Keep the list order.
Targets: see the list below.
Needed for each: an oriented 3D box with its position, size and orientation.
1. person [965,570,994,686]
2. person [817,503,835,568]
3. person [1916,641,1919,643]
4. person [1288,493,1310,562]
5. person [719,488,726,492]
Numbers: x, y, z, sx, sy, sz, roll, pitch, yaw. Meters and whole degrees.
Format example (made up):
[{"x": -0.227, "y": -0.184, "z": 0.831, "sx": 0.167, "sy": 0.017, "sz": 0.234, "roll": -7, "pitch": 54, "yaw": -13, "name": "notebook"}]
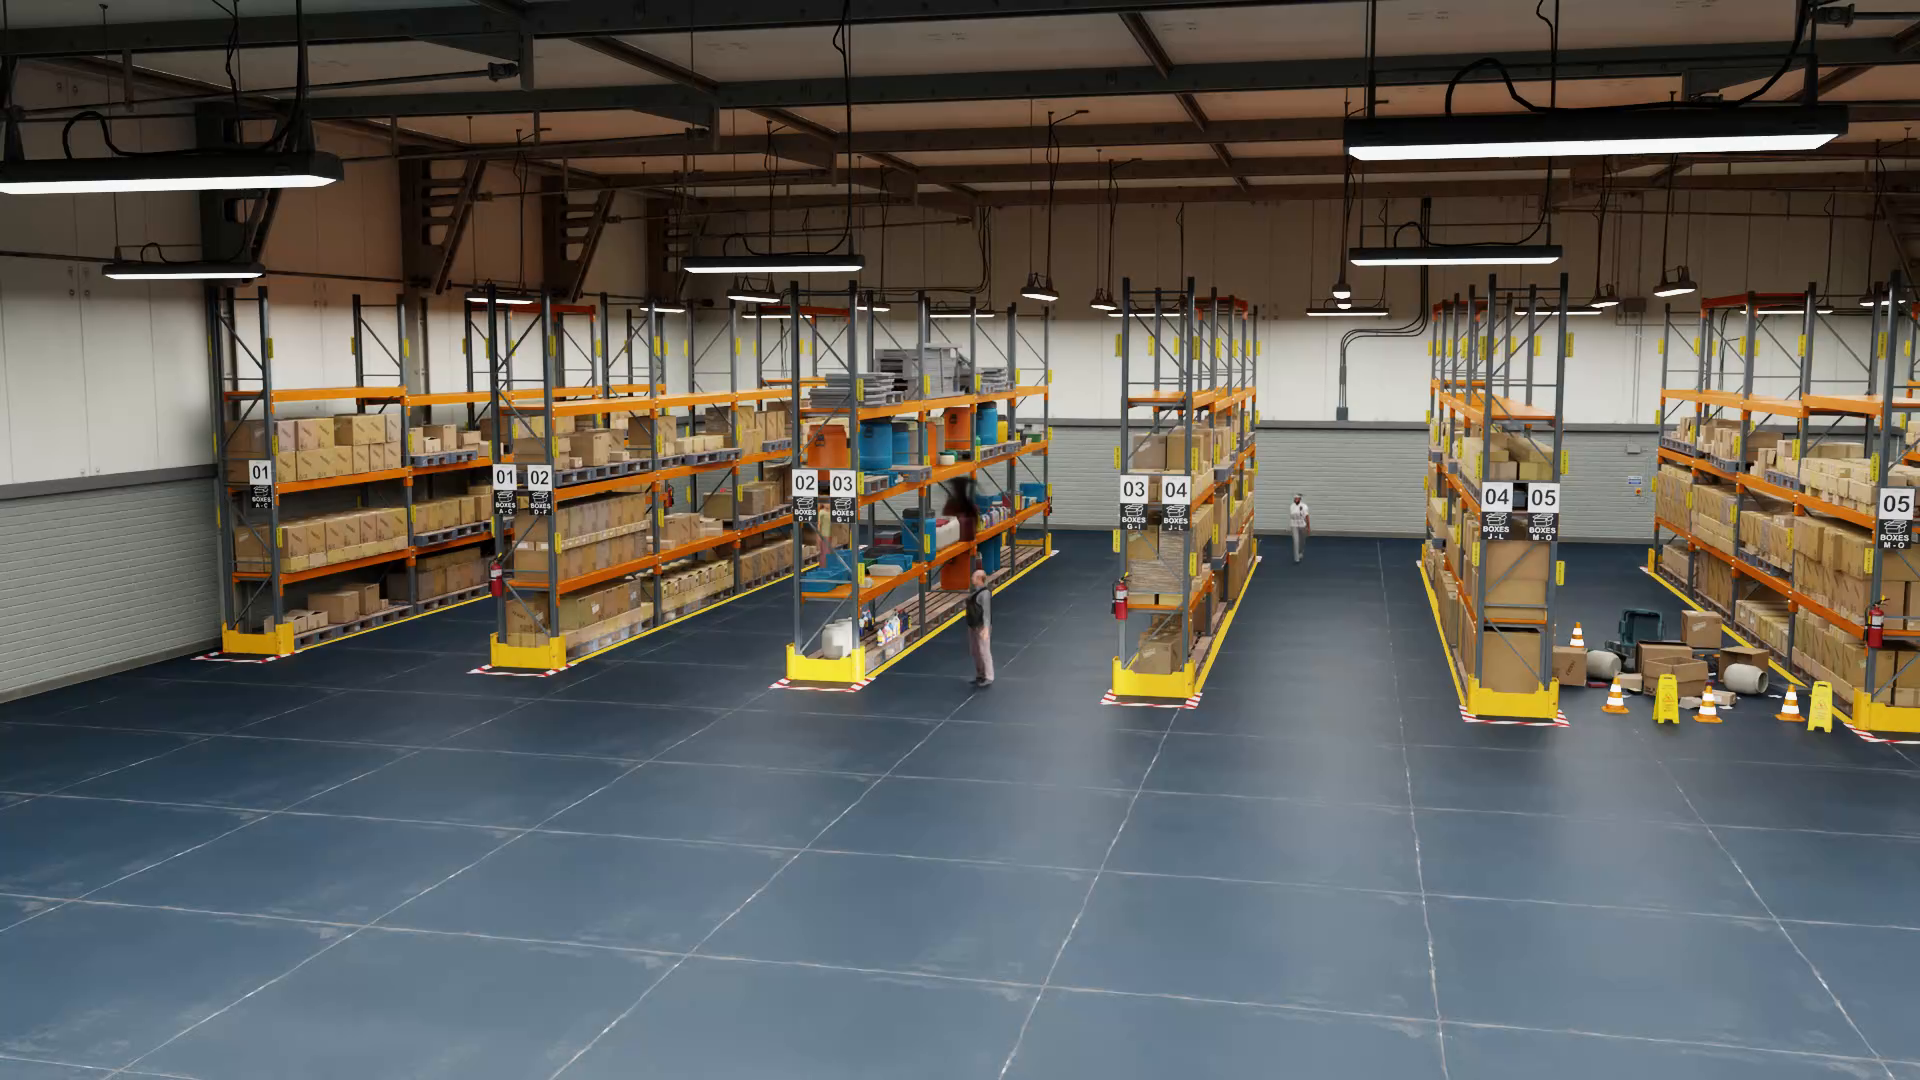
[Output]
[{"x": 0.296, "y": 1.323, "z": 24.745, "sx": 0.393, "sy": 1.756, "sz": 0.626, "roll": -3, "pitch": 7, "yaw": -22, "name": "person"}, {"x": -2.731, "y": -0.059, "z": 34.310, "sx": 0.416, "sy": 1.691, "sz": 0.458, "roll": 2, "pitch": 7, "yaw": 13, "name": "person"}, {"x": 15.042, "y": 1.120, "z": 26.251, "sx": 0.611, "sy": 1.776, "sz": 0.442, "roll": -4, "pitch": 8, "yaw": -30, "name": "person"}, {"x": 7.991, "y": -0.315, "z": 39.191, "sx": 0.466, "sy": 1.629, "sz": 0.880, "roll": 0, "pitch": 7, "yaw": 4, "name": "person"}, {"x": -5.552, "y": -0.330, "z": 38.693, "sx": 0.485, "sy": 1.751, "sz": 0.947, "roll": 2, "pitch": 7, "yaw": 16, "name": "person"}]
